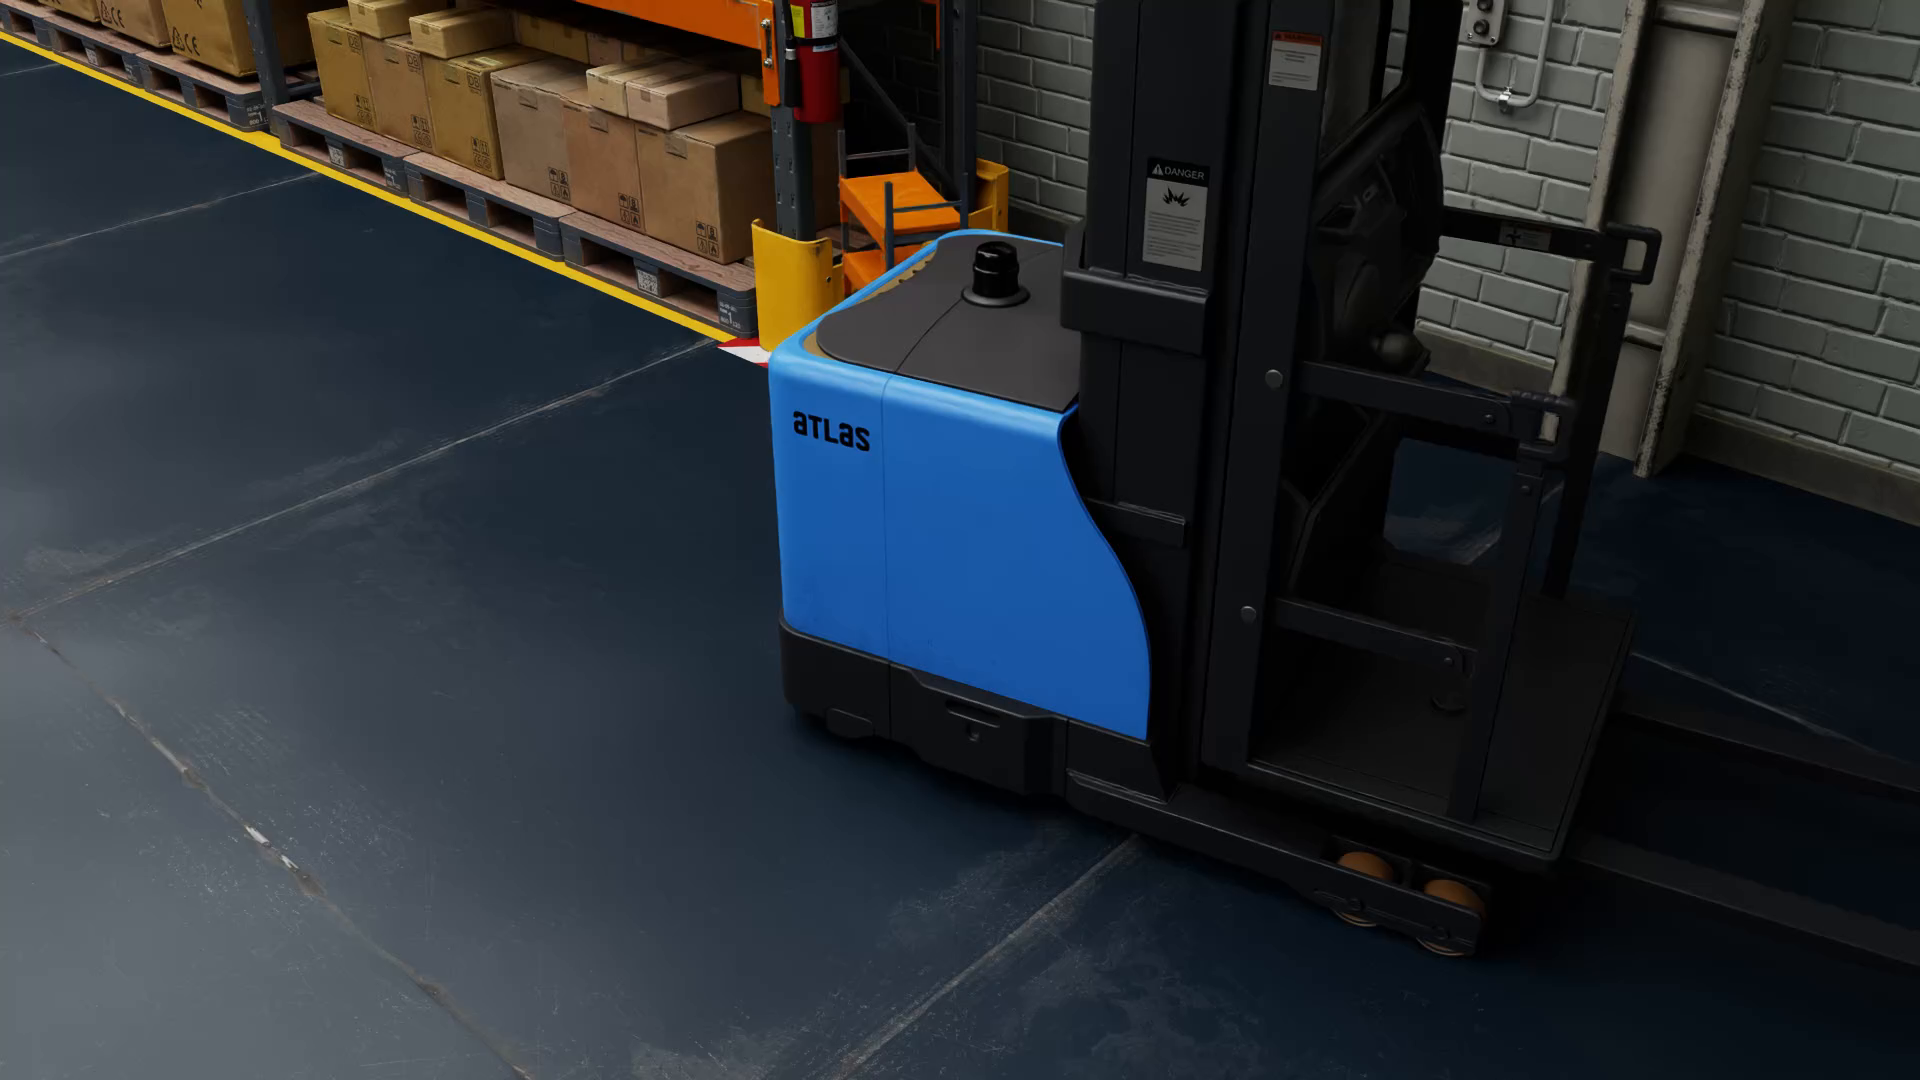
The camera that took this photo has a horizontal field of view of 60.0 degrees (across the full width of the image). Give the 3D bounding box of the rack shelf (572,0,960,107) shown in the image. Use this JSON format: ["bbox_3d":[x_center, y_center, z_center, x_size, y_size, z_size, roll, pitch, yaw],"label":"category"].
[{"bbox_3d":[-1.793,-2.604,7.365,4.000,0.370,1.077,25,39,35],"label":"rack shelf"}]

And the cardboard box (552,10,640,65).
[{"bbox_3d":[-1.611,-2.283,7.521,0.250,0.149,0.380,25,39,36],"label":"cardboard box"}]

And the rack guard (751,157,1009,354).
[{"bbox_3d":[-0.293,-1.141,6.661,0.348,0.500,1.175,25,39,35],"label":"rack guard"}]

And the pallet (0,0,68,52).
[{"bbox_3d":[-5.708,-3.493,10.847,1.213,0.211,1.003,25,39,35],"label":"pallet"}]

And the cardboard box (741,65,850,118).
[{"bbox_3d":[-0.670,-1.845,6.793,0.250,0.149,0.380,25,39,35],"label":"cardboard box"}]

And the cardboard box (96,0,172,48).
[{"bbox_3d":[-4.506,-3.346,9.576,0.750,0.750,0.750,26,40,36],"label":"cardboard box"}]

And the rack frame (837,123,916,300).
[{"bbox_3d":[-0.250,-0.722,5.286,0.240,1.200,0.015,-10,32,-16],"label":"rack frame"}]

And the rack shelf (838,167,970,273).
[{"bbox_3d":[-0.171,-0.939,4.885,0.258,0.148,0.480,-10,32,-16],"label":"rack shelf"}]

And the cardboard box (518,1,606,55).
[{"bbox_3d":[-1.798,-2.371,7.667,0.250,0.149,0.380,24,39,34],"label":"cardboard box"}]

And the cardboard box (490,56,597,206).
[{"bbox_3d":[-1.641,-1.880,7.482,0.500,0.500,0.700,24,38,34],"label":"cardboard box"}]

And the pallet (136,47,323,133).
[{"bbox_3d":[-3.899,-2.648,9.445,1.213,0.211,1.003,25,39,35],"label":"pallet"}]

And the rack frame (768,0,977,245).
[{"bbox_3d":[-0.310,-2.220,6.030,0.127,3.000,1.000,25,39,35],"label":"rack frame"}]

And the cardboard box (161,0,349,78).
[{"bbox_3d":[-3.845,-3.039,9.067,0.750,0.750,0.750,26,39,36],"label":"cardboard box"}]

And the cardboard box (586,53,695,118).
[{"bbox_3d":[-1.304,-1.874,6.843,0.250,0.149,0.380,26,40,36],"label":"cardboard box"}]

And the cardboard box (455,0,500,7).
[{"bbox_3d":[-2.177,-2.547,7.961,0.250,0.149,0.380,24,38,34],"label":"cardboard box"}]

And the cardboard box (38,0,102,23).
[{"bbox_3d":[-5.139,-3.638,10.062,0.750,0.750,0.750,25,39,35],"label":"cardboard box"}]

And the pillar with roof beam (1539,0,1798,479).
[{"bbox_3d":[-0.617,-2.541,0.746,0.400,9.000,9.100,25,39,35],"label":"pillar with roof beam"}]

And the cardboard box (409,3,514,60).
[{"bbox_3d":[-2.272,-2.325,7.591,0.250,0.149,0.380,24,38,34],"label":"cardboard box"}]

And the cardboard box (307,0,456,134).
[{"bbox_3d":[-2.790,-2.416,8.371,0.500,0.500,0.700,26,39,36],"label":"cardboard box"}]

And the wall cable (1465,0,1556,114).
[{"bbox_3d":[1.274,-2.574,5.633,1.851,1.984,0.084,25,39,35],"label":"wall cable"}]

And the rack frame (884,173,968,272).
[{"bbox_3d":[-0.092,-0.484,4.890,0.240,1.200,0.015,-10,32,-16],"label":"rack frame"}]

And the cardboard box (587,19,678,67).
[{"bbox_3d":[-1.420,-2.194,7.374,0.250,0.149,0.380,26,39,36],"label":"cardboard box"}]

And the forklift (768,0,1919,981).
[{"bbox_3d":[1.073,-0.644,3.477,3.031,2.935,1.130,15,34,24],"label":"forklift"}]

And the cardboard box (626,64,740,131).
[{"bbox_3d":[-1.114,-1.786,6.696,0.250,0.149,0.380,25,39,35],"label":"cardboard box"}]

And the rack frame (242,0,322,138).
[{"bbox_3d":[-3.276,-3.605,8.330,0.127,3.000,1.000,25,39,35],"label":"rack frame"}]

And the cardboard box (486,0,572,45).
[{"bbox_3d":[-1.990,-2.460,7.815,0.250,0.149,0.380,25,39,36],"label":"cardboard box"}]

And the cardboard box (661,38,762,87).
[{"bbox_3d":[-1.046,-2.020,7.084,0.250,0.149,0.380,25,39,35],"label":"cardboard box"}]

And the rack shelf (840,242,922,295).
[{"bbox_3d":[-0.171,-0.737,5.007,0.258,0.148,0.480,-10,32,-16],"label":"rack shelf"}]

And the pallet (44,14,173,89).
[{"bbox_3d":[-4.808,-3.071,10.146,1.213,0.211,1.003,25,39,35],"label":"pallet"}]

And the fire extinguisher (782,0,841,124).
[{"bbox_3d":[-0.508,-1.799,5.766,0.183,0.674,0.296,25,39,35],"label":"fire extinguisher"}]

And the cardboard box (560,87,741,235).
[{"bbox_3d":[-1.268,-1.707,7.193,0.500,0.500,0.700,25,39,35],"label":"cardboard box"}]

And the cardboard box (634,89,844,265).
[{"bbox_3d":[-0.896,-1.534,6.905,0.500,0.500,0.700,25,39,35],"label":"cardboard box"}]

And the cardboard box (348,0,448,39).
[{"bbox_3d":[-2.659,-2.505,7.891,0.250,0.149,0.380,27,40,37],"label":"cardboard box"}]

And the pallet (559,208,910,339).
[{"bbox_3d":[-0.956,-1.273,7.159,1.213,0.211,1.003,25,39,35],"label":"pallet"}]

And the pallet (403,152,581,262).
[{"bbox_3d":[-1.856,-1.695,7.861,1.213,0.211,1.003,25,39,35],"label":"pallet"}]

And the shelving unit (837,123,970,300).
[{"bbox_3d":[-0.171,-0.603,5.088,0.258,1.200,0.503,-10,32,-16],"label":"shelving unit"}]

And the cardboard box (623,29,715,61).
[{"bbox_3d":[-1.231,-2.106,7.228,0.250,0.149,0.380,25,39,35],"label":"cardboard box"}]

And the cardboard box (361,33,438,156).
[{"bbox_3d":[-2.420,-2.241,8.080,0.500,0.500,0.700,25,39,35],"label":"cardboard box"}]

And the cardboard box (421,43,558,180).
[{"bbox_3d":[-2.041,-2.062,7.784,0.500,0.500,0.700,26,40,36],"label":"cardboard box"}]

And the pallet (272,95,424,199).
[{"bbox_3d":[-2.765,-2.117,8.562,1.213,0.211,1.003,25,39,35],"label":"pallet"}]
